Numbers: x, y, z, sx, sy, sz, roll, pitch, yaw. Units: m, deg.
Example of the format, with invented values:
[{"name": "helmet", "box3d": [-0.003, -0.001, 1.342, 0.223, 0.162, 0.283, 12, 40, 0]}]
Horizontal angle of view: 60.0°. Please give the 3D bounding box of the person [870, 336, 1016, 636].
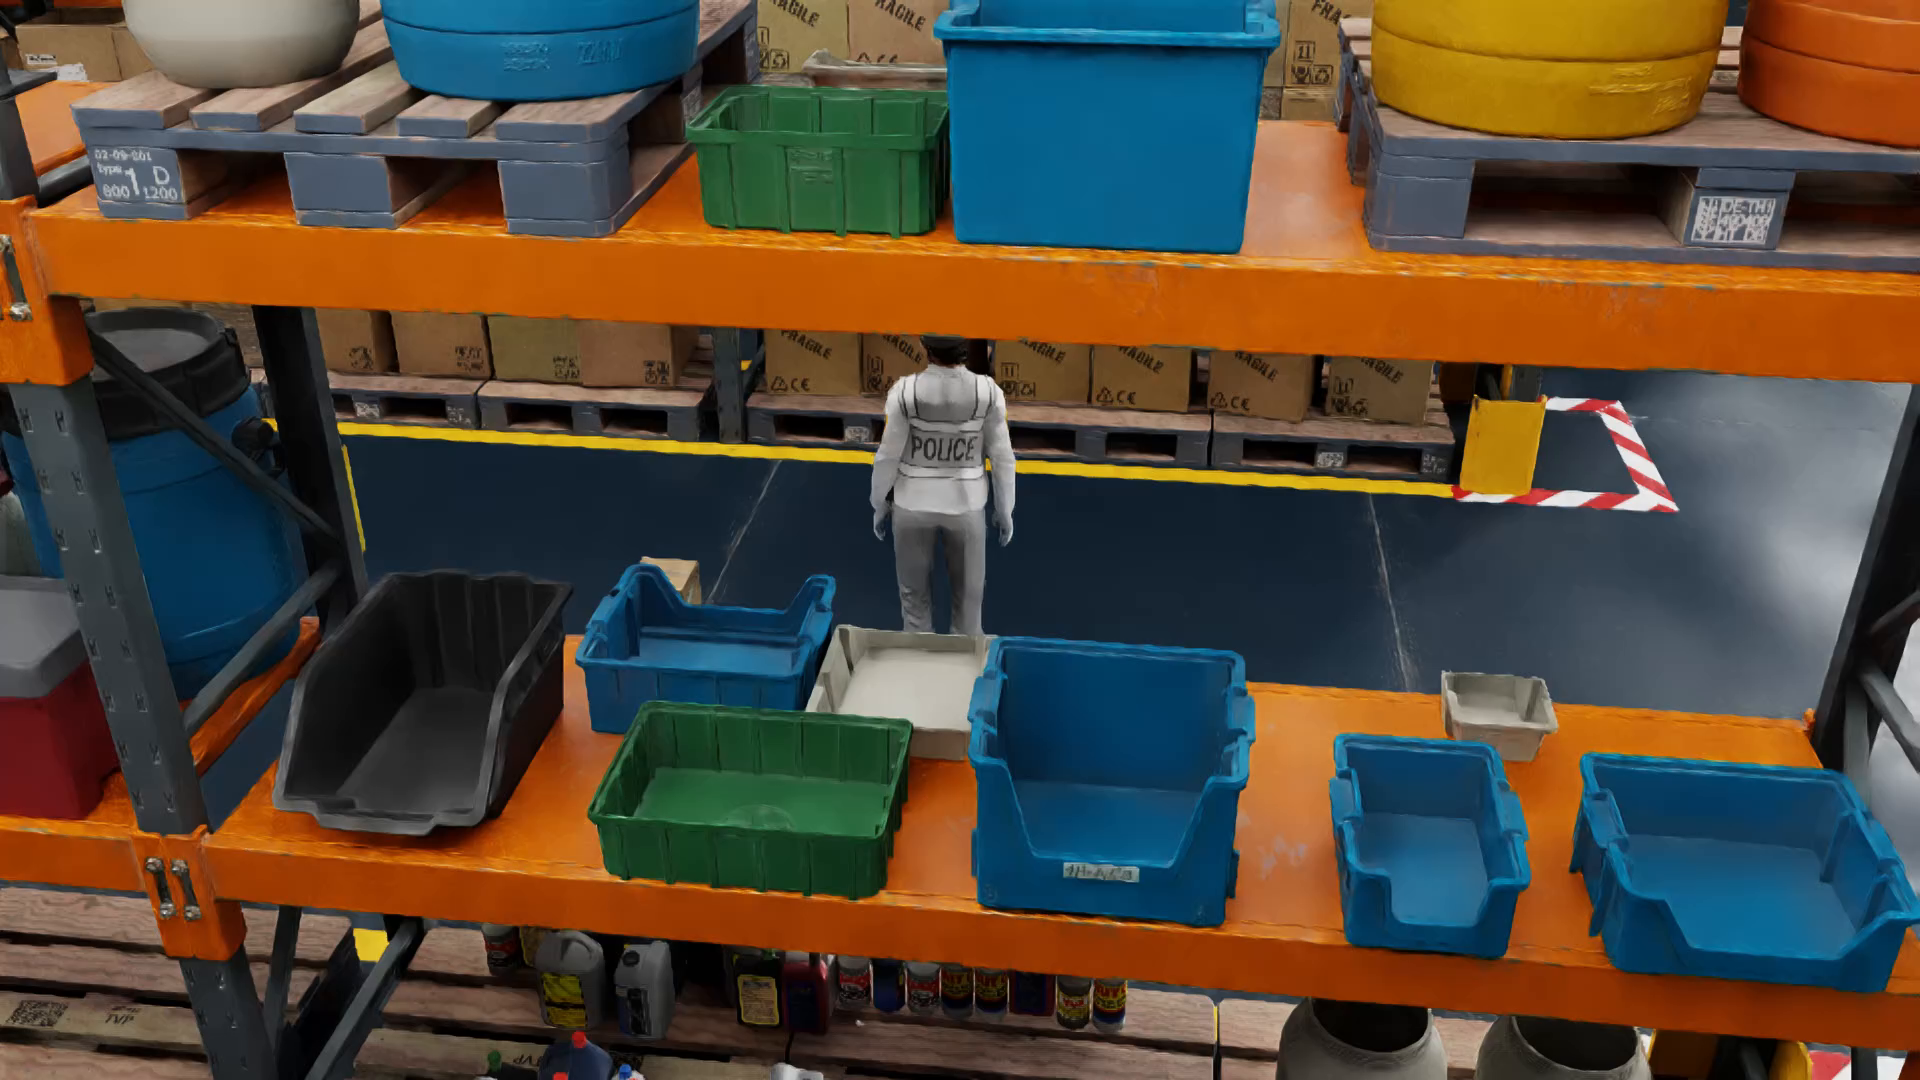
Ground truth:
[{"name": "person", "box3d": [-0.063, -0.109, 6.258, 0.545, 1.687, 0.344, -1, 29, -1]}]
